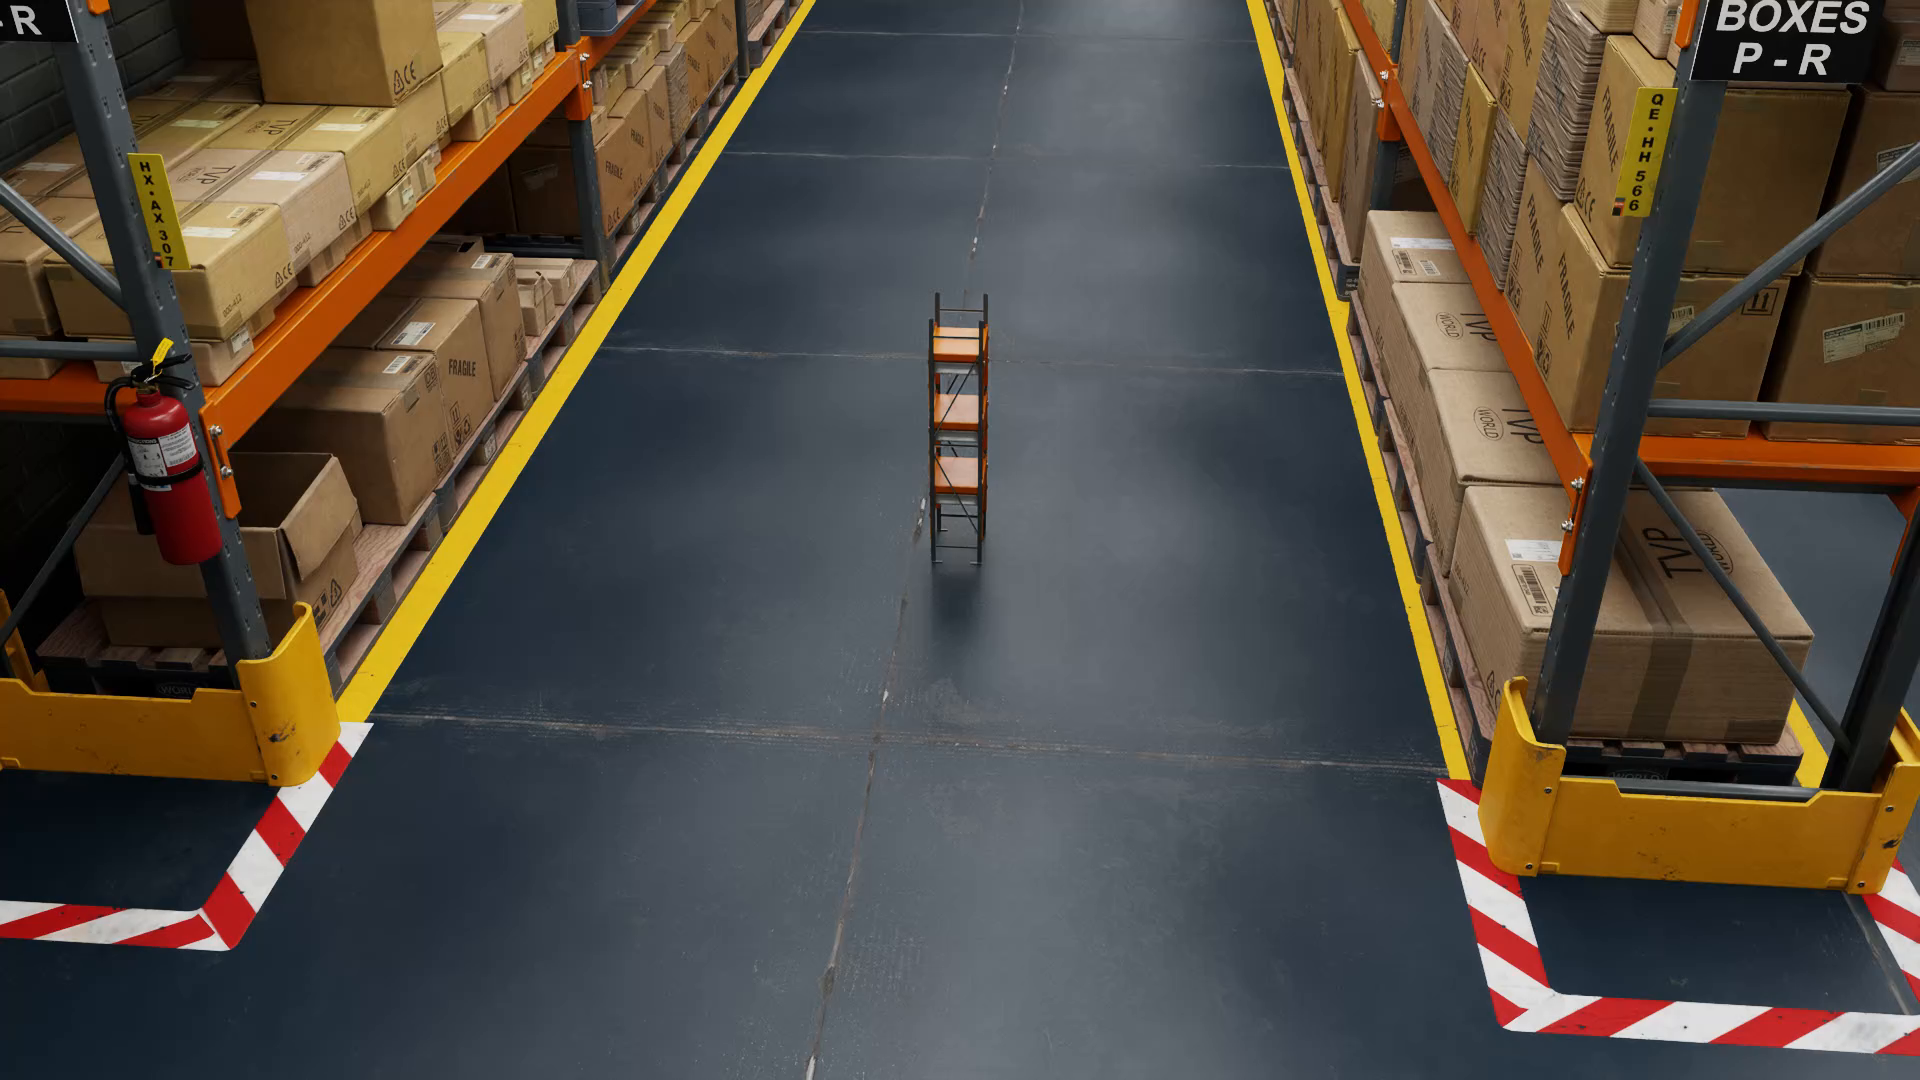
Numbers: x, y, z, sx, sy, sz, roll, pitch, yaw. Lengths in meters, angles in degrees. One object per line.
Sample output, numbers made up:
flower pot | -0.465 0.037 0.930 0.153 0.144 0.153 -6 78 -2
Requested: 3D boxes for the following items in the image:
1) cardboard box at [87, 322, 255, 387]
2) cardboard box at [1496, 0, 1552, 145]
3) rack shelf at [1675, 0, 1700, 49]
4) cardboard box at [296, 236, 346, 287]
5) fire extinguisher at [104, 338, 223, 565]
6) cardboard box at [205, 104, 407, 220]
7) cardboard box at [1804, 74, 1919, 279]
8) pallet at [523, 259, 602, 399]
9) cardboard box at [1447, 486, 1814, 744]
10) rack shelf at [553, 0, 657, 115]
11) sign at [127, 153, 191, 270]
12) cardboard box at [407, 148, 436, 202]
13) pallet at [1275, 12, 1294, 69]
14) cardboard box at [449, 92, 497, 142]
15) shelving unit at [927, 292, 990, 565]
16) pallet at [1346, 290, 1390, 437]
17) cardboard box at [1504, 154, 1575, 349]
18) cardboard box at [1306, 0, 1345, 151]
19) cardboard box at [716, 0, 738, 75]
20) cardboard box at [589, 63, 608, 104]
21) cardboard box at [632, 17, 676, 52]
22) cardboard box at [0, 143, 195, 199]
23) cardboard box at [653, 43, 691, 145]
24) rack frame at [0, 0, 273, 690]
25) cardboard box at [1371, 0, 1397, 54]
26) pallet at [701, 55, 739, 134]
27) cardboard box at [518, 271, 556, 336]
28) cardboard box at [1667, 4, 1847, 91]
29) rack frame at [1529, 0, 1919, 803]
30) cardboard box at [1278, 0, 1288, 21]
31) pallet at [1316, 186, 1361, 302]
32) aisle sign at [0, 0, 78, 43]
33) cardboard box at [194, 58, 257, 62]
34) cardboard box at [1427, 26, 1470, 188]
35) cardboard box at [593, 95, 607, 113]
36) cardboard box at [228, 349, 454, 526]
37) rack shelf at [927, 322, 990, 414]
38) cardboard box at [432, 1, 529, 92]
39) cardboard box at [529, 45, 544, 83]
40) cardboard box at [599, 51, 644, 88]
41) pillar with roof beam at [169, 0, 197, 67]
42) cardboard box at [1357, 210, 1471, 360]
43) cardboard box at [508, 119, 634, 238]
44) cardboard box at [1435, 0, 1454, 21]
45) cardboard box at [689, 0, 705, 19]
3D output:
cardboard box | -2.412 -0.595 5.096 0.380 0.149 0.250 2 32 4
cardboard box | 2.094 -1.595 5.431 0.500 0.500 0.500 2 32 4
rack shelf | 2.398 -2.348 5.528 1.077 0.370 4.000 2 32 4
cardboard box | -2.369 -0.998 5.750 0.380 0.149 0.250 3 32 6
fire extinguisher | -2.264 -0.253 4.731 0.296 0.674 0.183 2 32 4
cardboard box | -2.328 -1.359 5.956 0.500 0.250 0.500 2 32 3
cardboard box | 2.558 -1.039 4.528 0.500 0.500 0.500 2 32 3
pallet | -2.444 -1.087 8.313 1.003 0.211 1.213 2 32 4
cardboard box | 2.189 0.231 5.558 0.875 0.438 0.875 1 32 2
rack shelf | -2.224 -3.373 10.049 1.077 0.370 4.000 2 32 4
sign | -2.172 -0.887 4.505 0.100 0.325 0.005 2 32 4
cardboard box | -2.257 -1.405 6.410 0.380 0.149 0.250 3 32 5
pallet | 2.951 -3.736 12.611 1.003 0.211 1.213 2 32 4
cardboard box | -2.199 -1.804 7.058 0.380 0.149 0.250 2 32 3
shelving unit | -0.004 -0.419 6.429 0.215 1.050 0.252 2 32 4
pallet | 2.421 -0.842 7.915 1.003 0.211 1.213 2 32 4
cardboard box | 2.066 -0.899 5.255 0.500 0.500 0.500 2 32 3
cardboard box | 2.670 -2.965 10.327 0.875 0.875 0.875 3 32 5
cardboard box | -1.881 -3.609 11.730 0.500 0.500 0.500 3 32 5
cardboard box | -2.119 -2.465 8.971 0.380 0.149 0.250 1 32 2
cardboard box | -1.985 -3.154 10.373 0.380 0.149 0.250 1 32 2
cardboard box | -2.896 -1.126 5.577 0.500 0.250 0.500 3 32 4
cardboard box | -1.996 -2.802 10.420 0.500 0.500 0.500 1 32 2
rack frame | -2.713 -0.542 4.770 1.000 3.000 0.127 2 32 4
cardboard box | 2.346 -2.605 8.260 0.500 0.250 0.500 2 32 3
pallet | -2.160 -3.149 11.658 1.003 0.211 1.213 2 32 4
cardboard box | -2.169 -1.158 7.975 0.396 0.266 0.258 4 32 6
cardboard box | 2.065 -1.272 4.289 0.380 0.149 0.250 3 32 5
rack frame | 2.235 -0.332 4.429 1.000 3.000 0.127 2 32 4
cardboard box | 2.994 -4.256 12.901 0.950 0.372 0.625 2 32 3
pallet | 2.548 -1.643 9.214 1.003 0.211 1.213 2 32 4
aisle sign | -2.425 -1.600 4.009 0.394 0.787 0.004 2 32 4
cardboard box | -2.774 -1.916 6.860 0.500 0.250 0.500 3 32 5
cardboard box | 2.169 -1.709 6.568 0.500 0.500 0.500 3 32 4
cardboard box | -2.147 -2.348 9.065 0.380 0.149 0.250 2 32 3
cardboard box | -2.460 -0.417 6.550 0.700 0.500 0.500 4 32 6
rack shelf | -0.004 -0.652 6.286 0.215 0.259 0.240 2 32 4
cardboard box | -2.211 -2.157 7.250 0.500 0.250 0.500 3 32 4
cardboard box | -2.161 -2.212 7.719 0.380 0.149 0.250 3 32 5
cardboard box | -2.071 -2.756 9.727 0.380 0.149 0.250 2 32 4
pillar with roof beam | 0.949 -4.678 5.763 9.100 9.000 0.400 2 32 4
cardboard box | 2.402 -1.187 7.860 0.875 0.438 0.875 2 32 3
cardboard box | -2.123 -1.991 9.104 0.500 0.500 0.500 4 32 6
cardboard box | 2.233 -2.389 6.719 0.500 0.500 0.500 2 32 3
cardboard box | -1.906 -3.567 11.042 0.380 0.149 0.250 1 32 2
